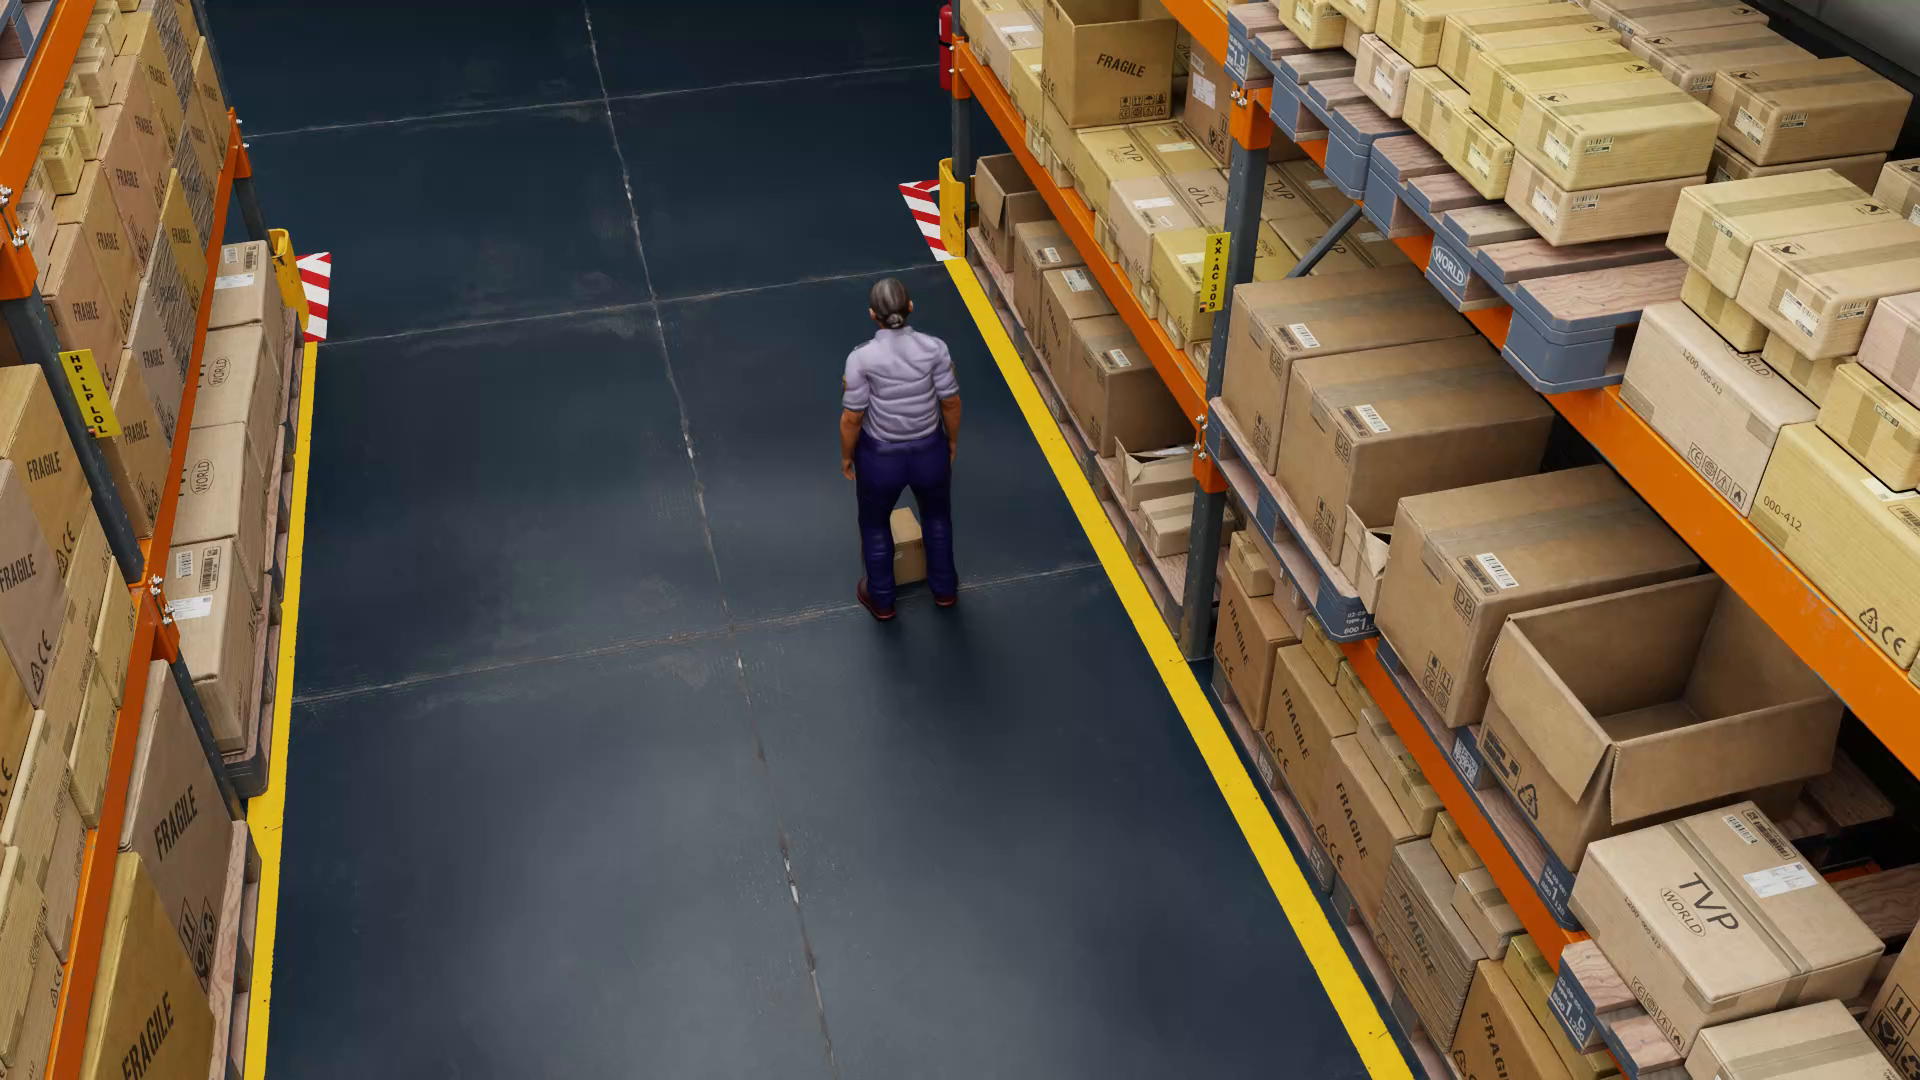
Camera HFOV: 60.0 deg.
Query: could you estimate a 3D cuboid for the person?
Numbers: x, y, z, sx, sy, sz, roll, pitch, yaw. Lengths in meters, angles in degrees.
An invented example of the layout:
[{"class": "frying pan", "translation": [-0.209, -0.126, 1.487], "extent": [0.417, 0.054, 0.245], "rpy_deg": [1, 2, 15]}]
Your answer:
[{"class": "person", "translation": [-0.247, -0.369, 7.184], "extent": [0.538, 1.652, 0.371], "rpy_deg": [-9, 39, -11]}]
